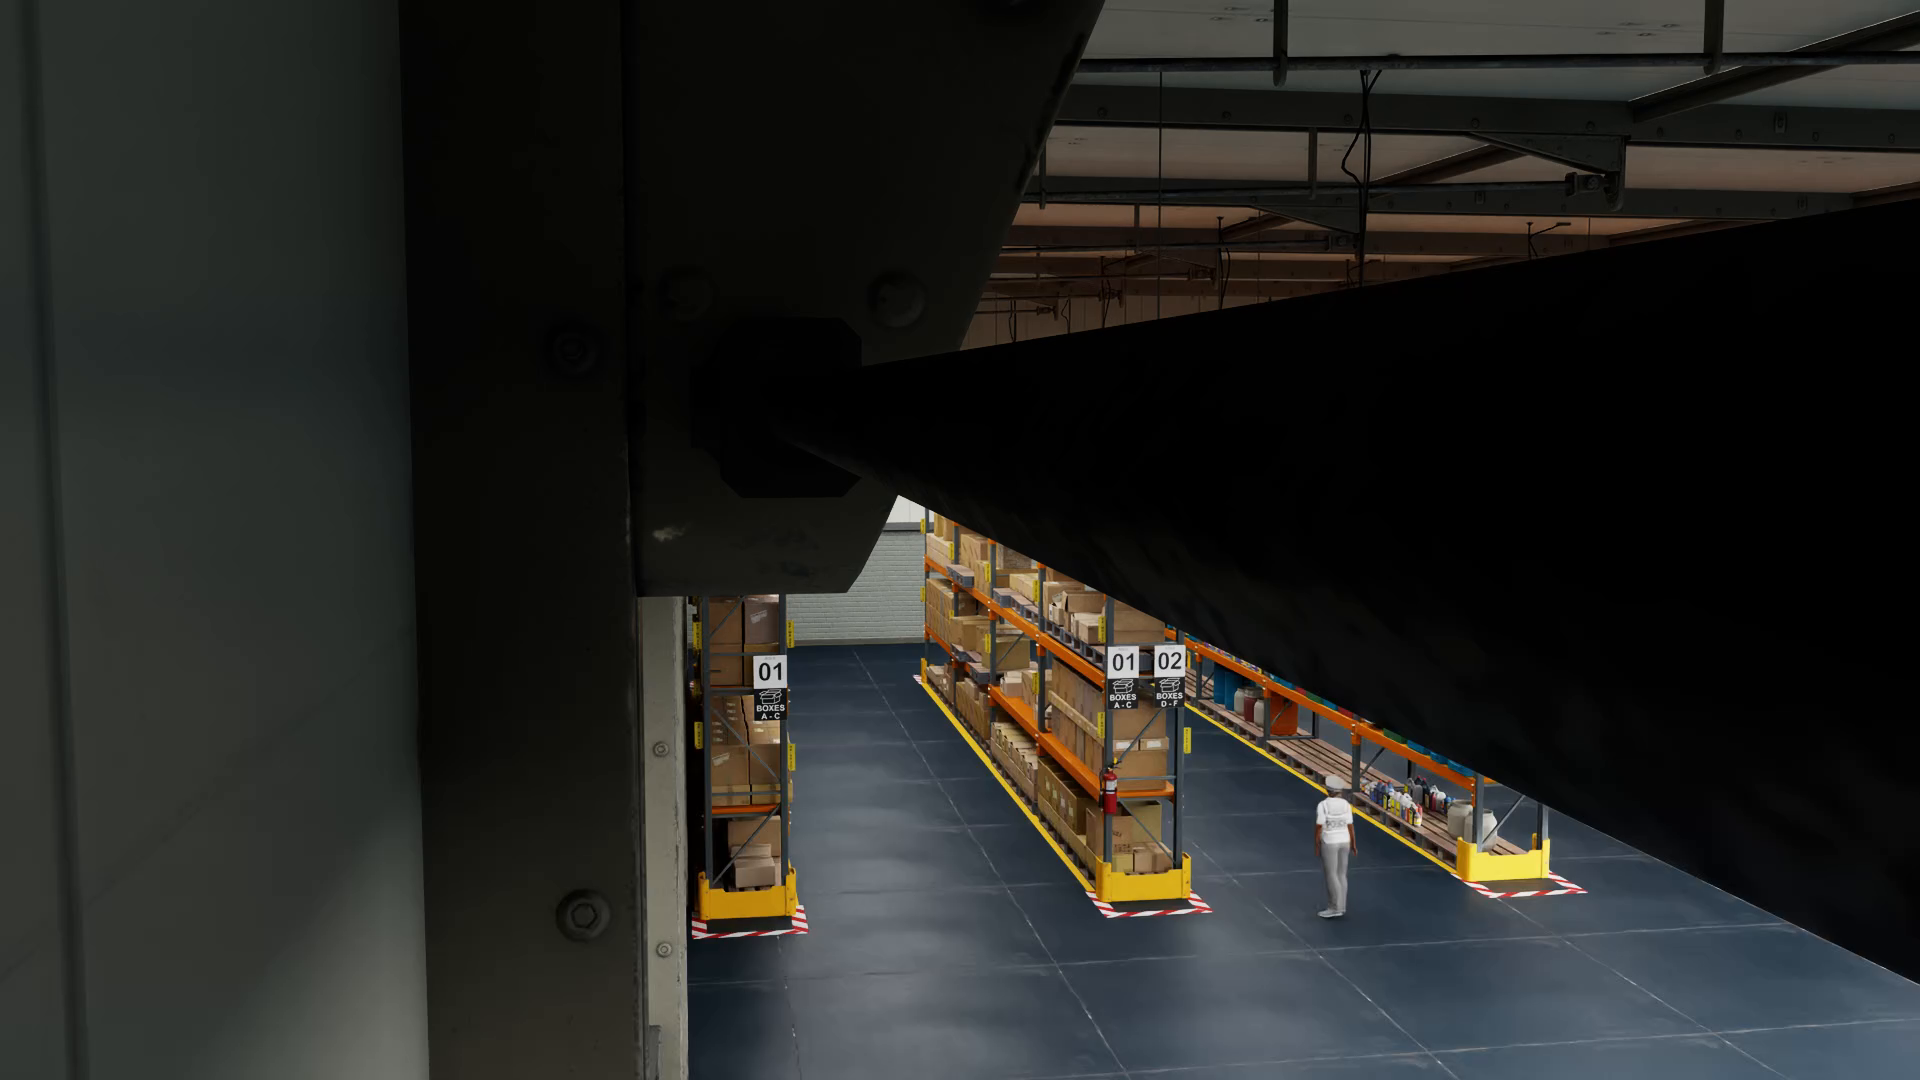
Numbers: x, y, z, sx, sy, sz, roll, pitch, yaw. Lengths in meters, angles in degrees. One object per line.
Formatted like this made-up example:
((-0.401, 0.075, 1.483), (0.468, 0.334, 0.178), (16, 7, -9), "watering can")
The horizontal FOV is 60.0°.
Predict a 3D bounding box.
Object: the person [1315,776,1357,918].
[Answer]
((4.555, 3.708, 20.211), (0.523, 1.696, 0.411), (-2, 5, -21), "person")
